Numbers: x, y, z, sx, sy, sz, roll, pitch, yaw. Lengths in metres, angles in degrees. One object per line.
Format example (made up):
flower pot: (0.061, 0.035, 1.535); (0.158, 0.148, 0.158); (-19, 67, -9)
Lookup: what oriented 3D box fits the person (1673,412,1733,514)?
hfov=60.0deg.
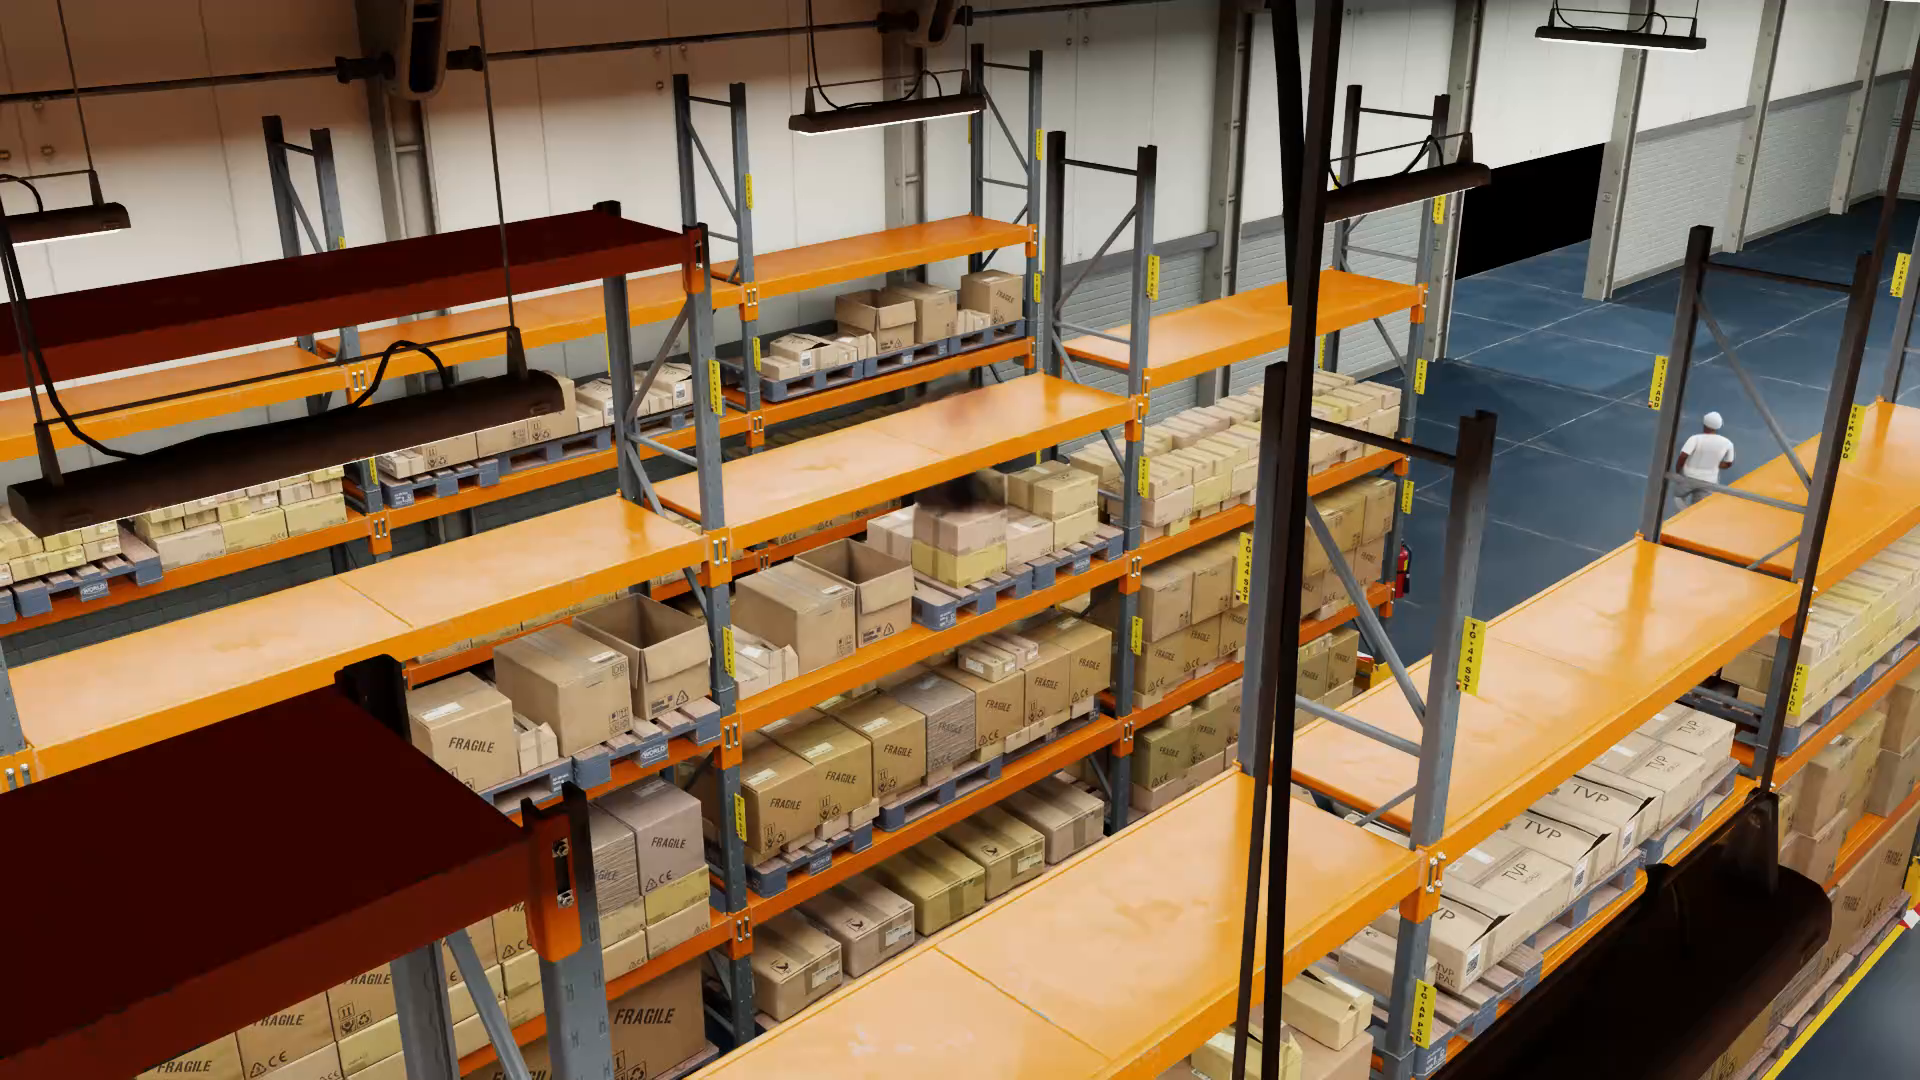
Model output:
person: (9.051, -0.754, 20.392); (0.702, 1.725, 0.617); (2, 23, 6)
